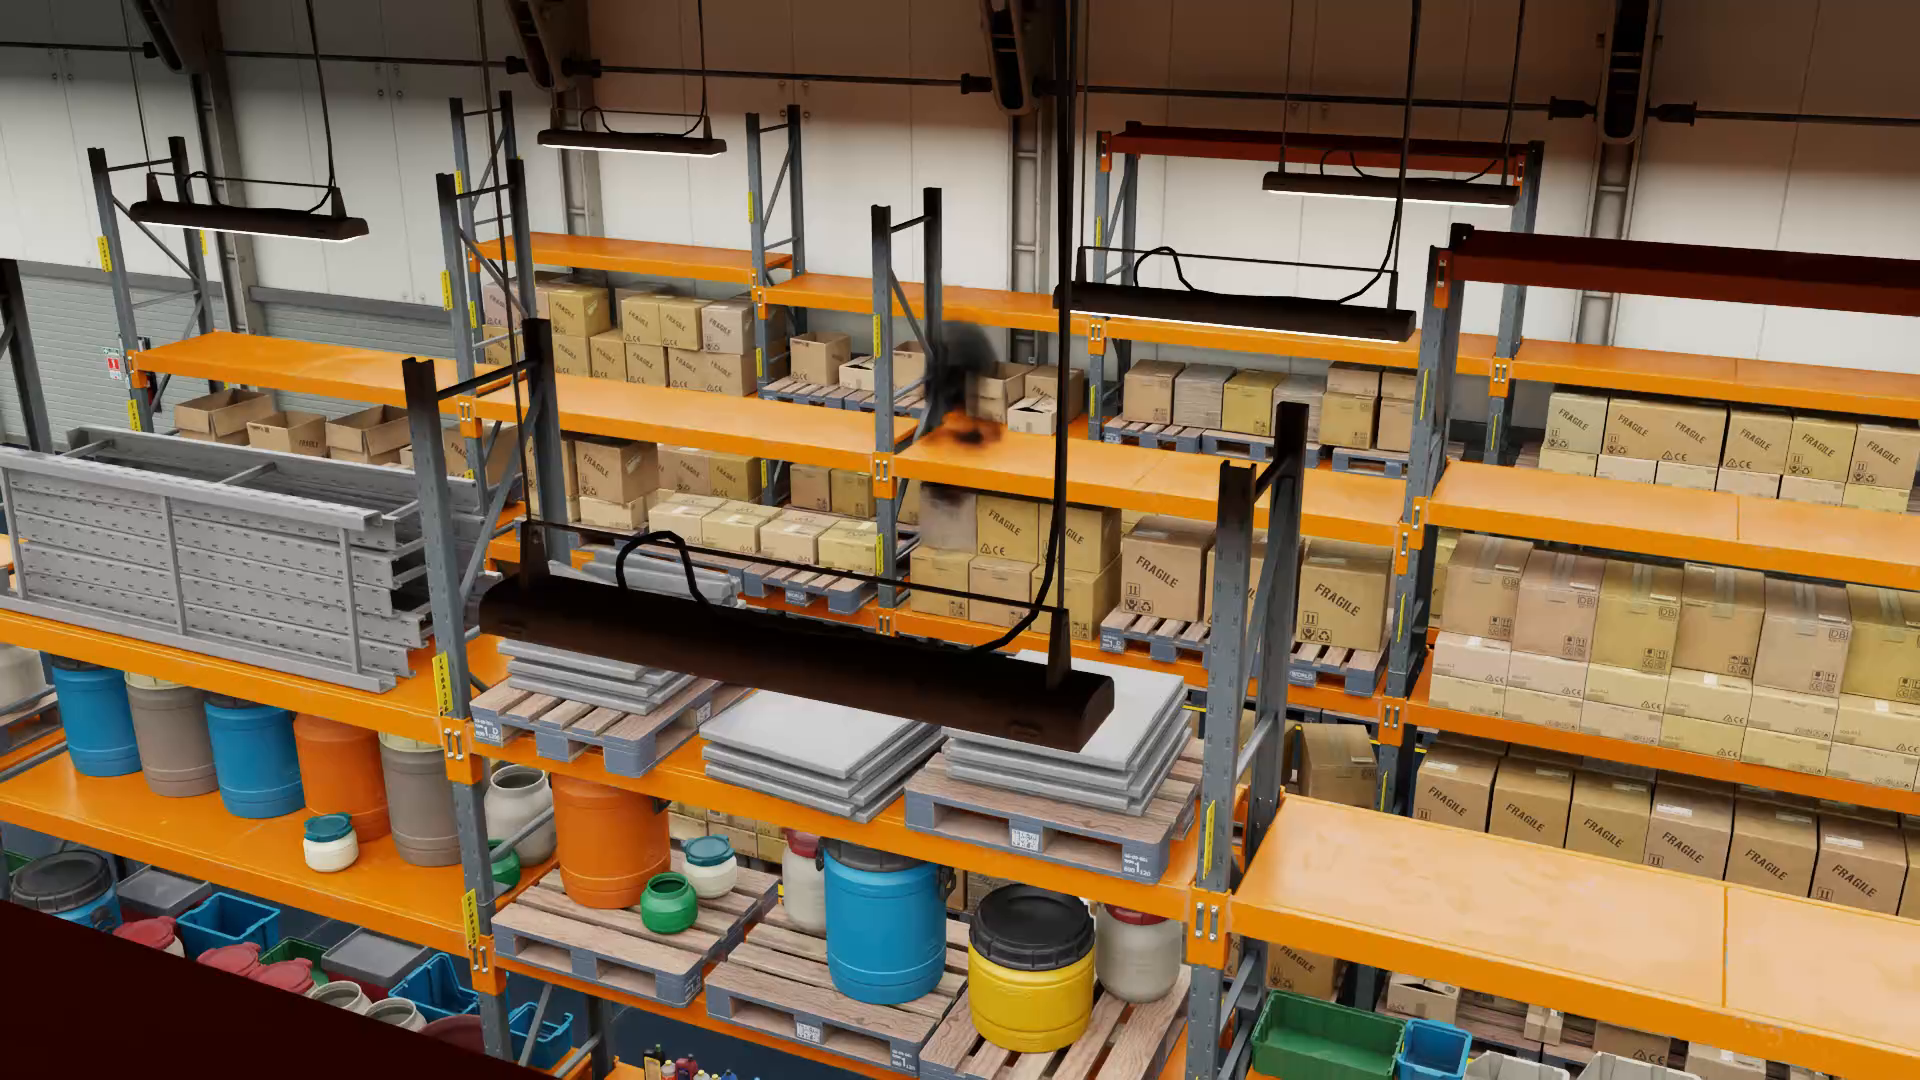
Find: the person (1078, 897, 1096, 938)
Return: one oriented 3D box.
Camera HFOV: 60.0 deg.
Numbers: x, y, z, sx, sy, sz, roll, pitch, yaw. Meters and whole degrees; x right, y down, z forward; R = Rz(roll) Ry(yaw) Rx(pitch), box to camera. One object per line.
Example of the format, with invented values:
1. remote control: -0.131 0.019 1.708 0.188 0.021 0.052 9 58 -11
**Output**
1. person: 0.945 3.240 11.560 0.919 1.743 0.645 7 22 18
